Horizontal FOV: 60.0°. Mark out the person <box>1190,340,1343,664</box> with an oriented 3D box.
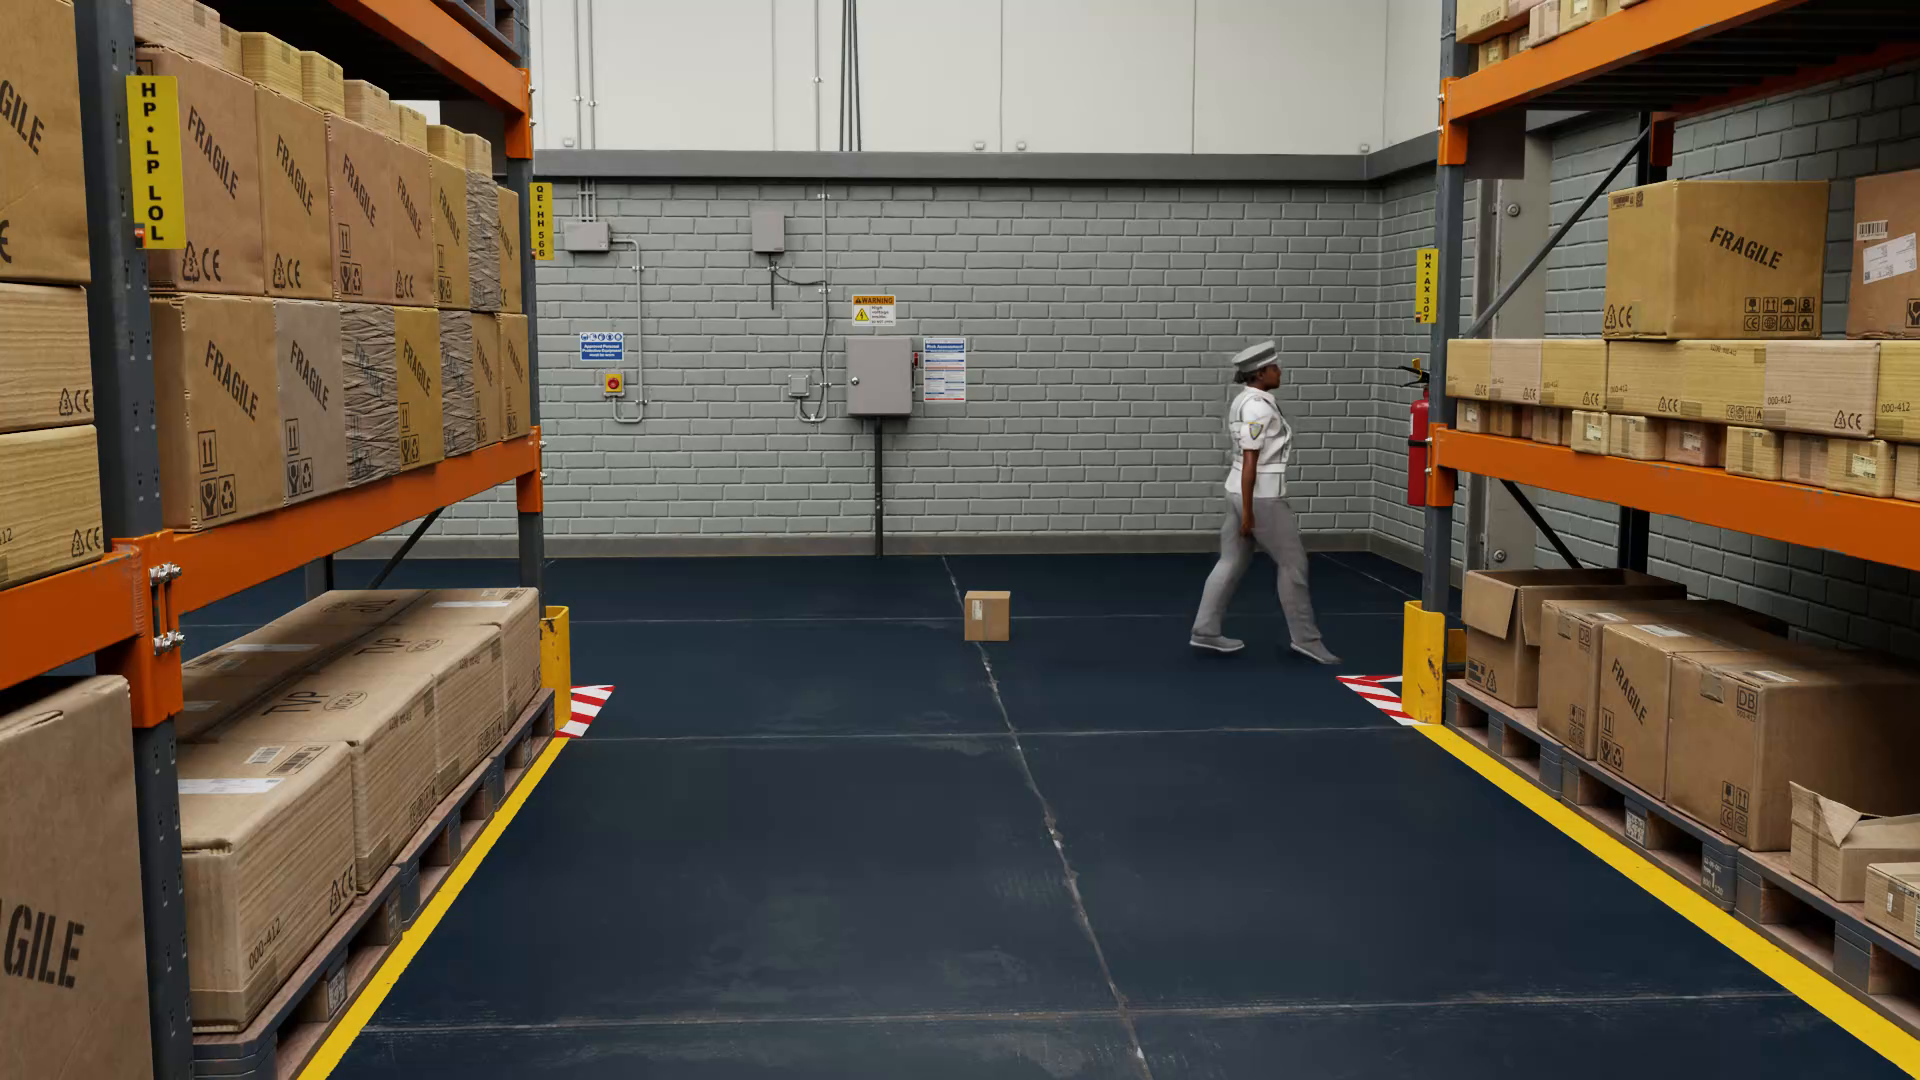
[{"bbox_3d":[1.630,-0.193,8.815,0.781,1.726,0.470,0,7,-2],"label":"person"}]
